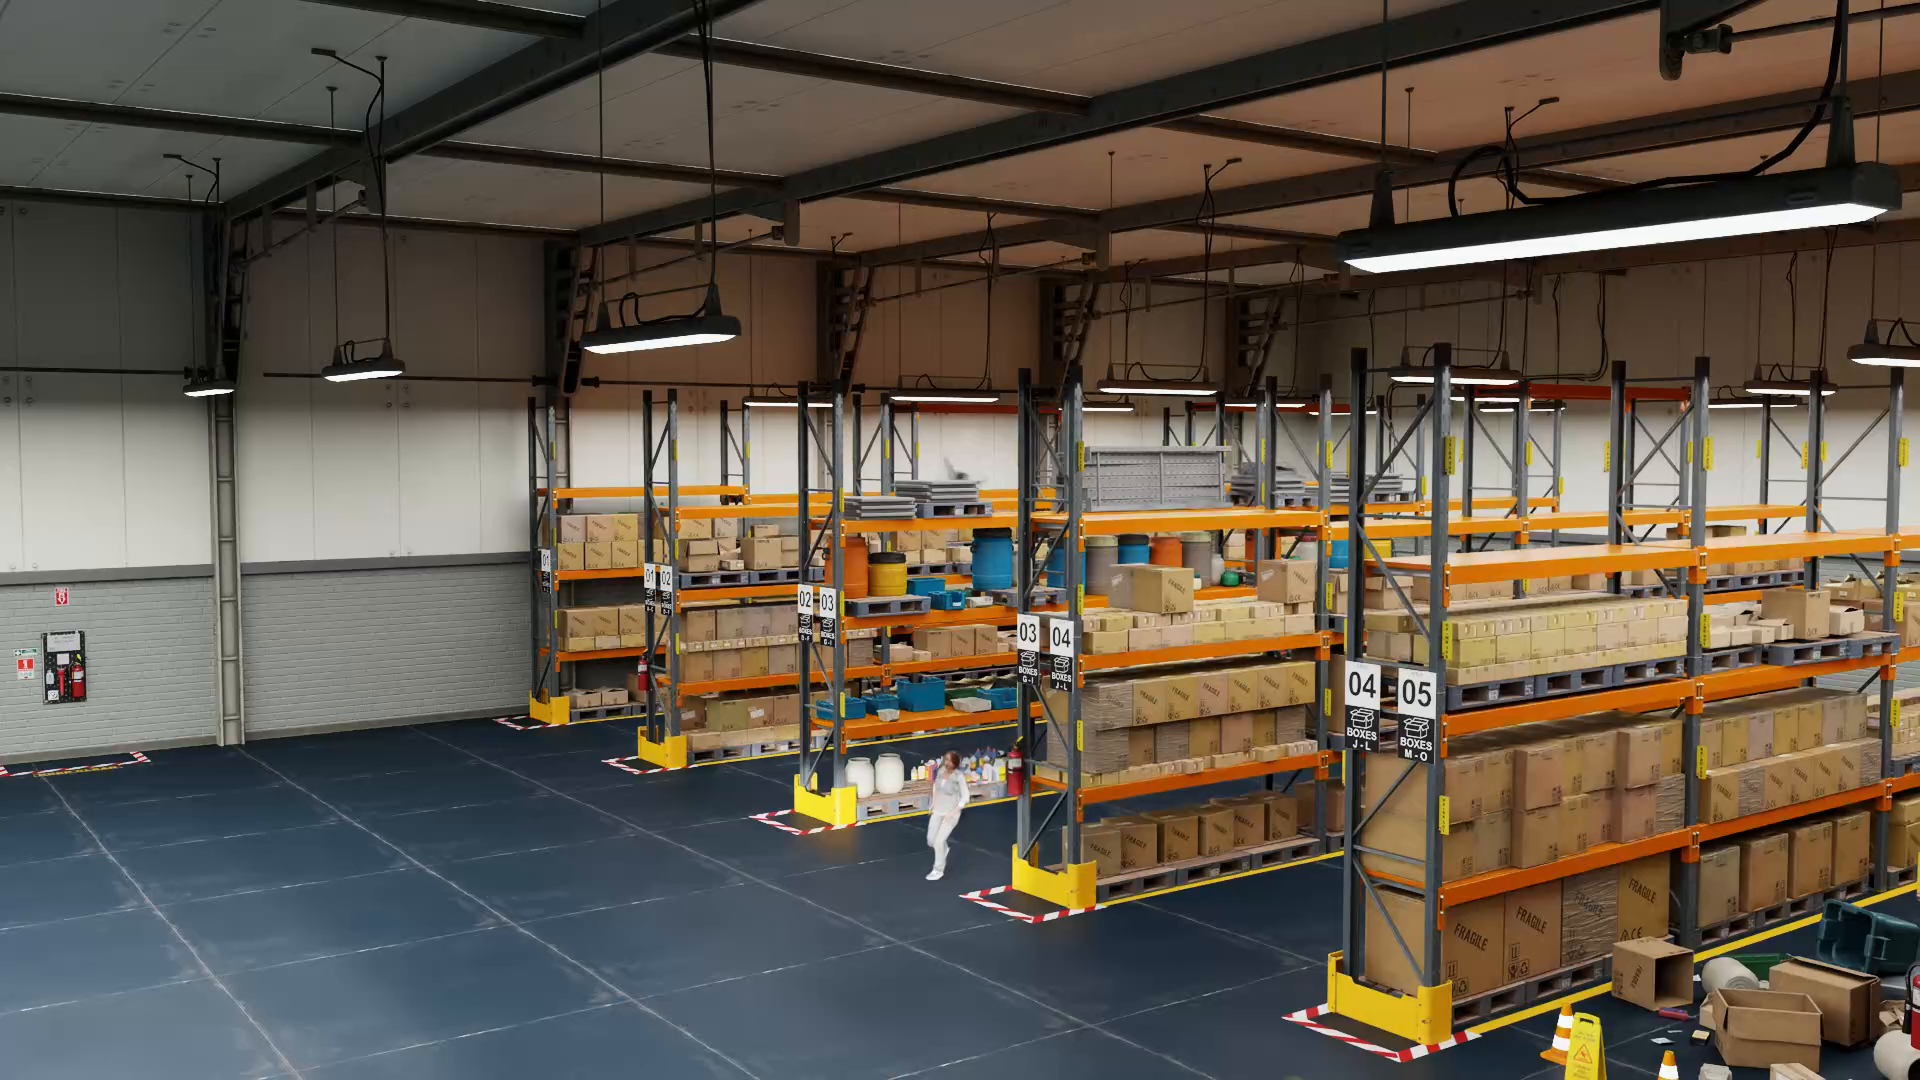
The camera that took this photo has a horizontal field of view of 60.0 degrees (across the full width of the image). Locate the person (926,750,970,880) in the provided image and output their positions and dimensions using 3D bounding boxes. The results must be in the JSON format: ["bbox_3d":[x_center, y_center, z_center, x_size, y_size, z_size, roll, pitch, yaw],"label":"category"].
[{"bbox_3d":[-0.125,3.236,19.638,0.588,1.547,0.518,2,4,32],"label":"person"}]
